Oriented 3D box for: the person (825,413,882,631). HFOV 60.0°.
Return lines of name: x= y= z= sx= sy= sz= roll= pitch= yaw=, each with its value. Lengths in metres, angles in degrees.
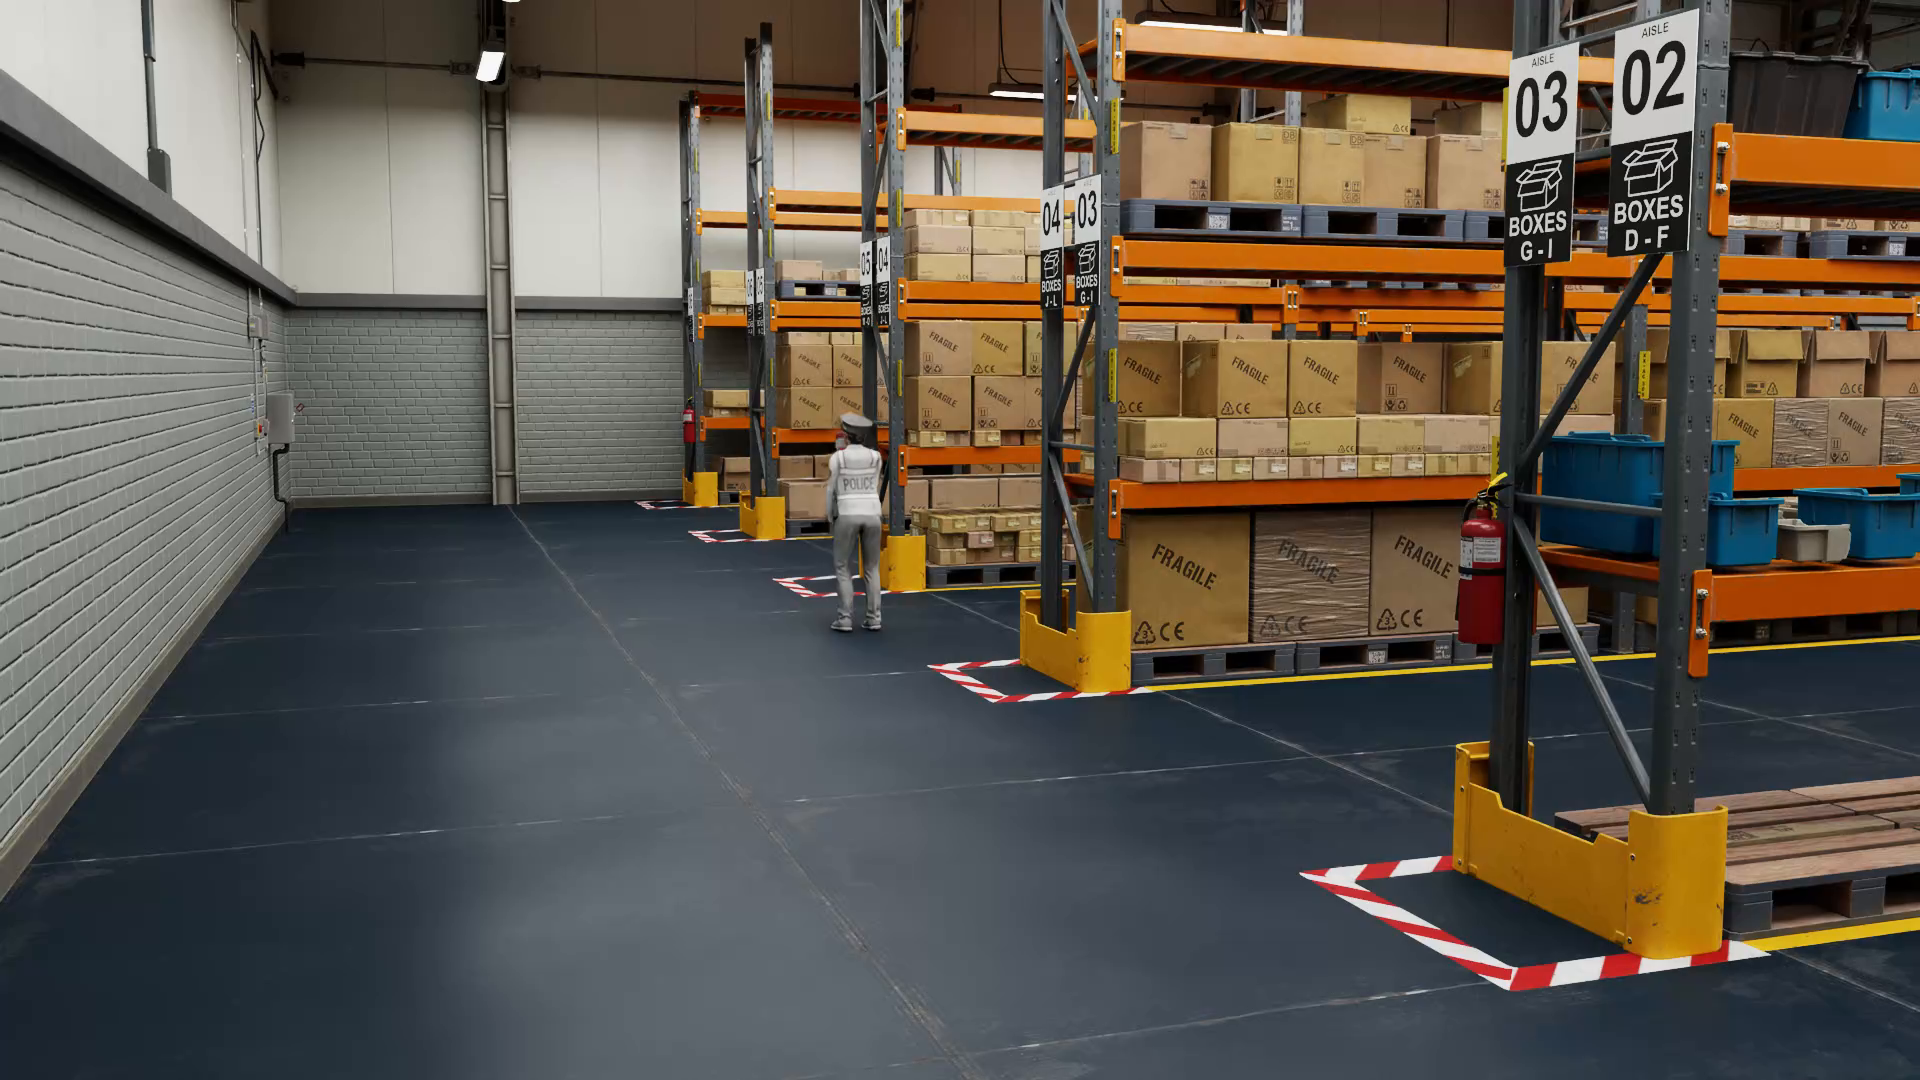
person: x=-0.832 y=-0.144 z=12.896 sx=0.417 sy=1.687 sz=0.515 roll=-2 pitch=6 yaw=-20
